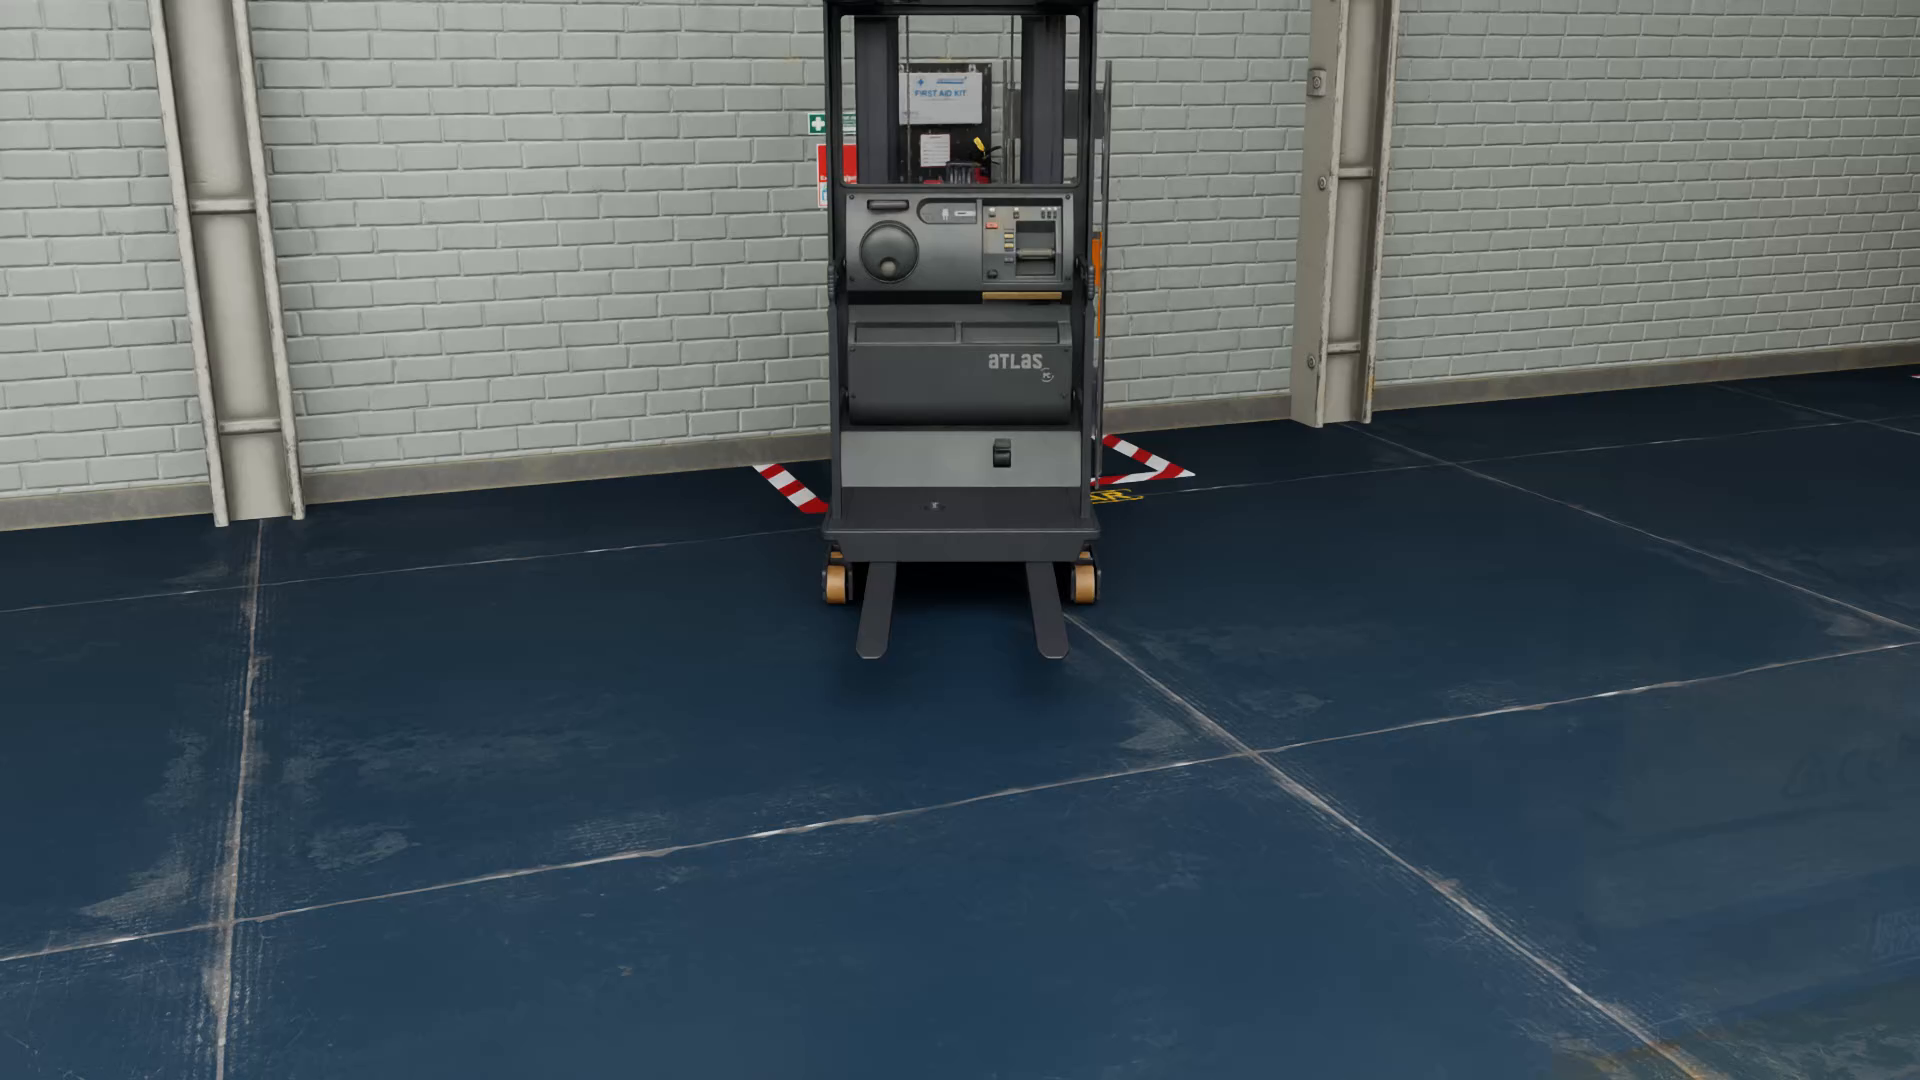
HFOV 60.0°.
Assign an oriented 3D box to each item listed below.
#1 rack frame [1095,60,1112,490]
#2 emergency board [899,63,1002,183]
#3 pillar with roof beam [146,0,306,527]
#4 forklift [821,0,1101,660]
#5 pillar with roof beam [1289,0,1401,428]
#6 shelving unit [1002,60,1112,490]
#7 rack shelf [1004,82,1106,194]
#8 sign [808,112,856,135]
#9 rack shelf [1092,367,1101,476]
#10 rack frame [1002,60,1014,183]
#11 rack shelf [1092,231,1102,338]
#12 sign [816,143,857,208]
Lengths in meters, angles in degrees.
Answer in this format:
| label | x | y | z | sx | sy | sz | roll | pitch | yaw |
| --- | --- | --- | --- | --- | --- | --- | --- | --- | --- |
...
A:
| label | x | y | z | sx | sy | sz | roll | pitch | yaw |
| --- | --- | --- | --- | --- | --- | --- | --- | --- | --- |
| rack frame | 0.721 | -1.318 | 8.353 | 0.015 | 2.100 | 0.400 | 2 | 16 | 7 |
| emergency board | -0.085 | -1.927 | 8.836 | 0.643 | 1.169 | 0.194 | -6 | 17 | -20 |
| pillar with roof beam | -1.826 | -3.307 | 2.888 | 0.400 | 9.000 | 9.100 | -6 | 17 | -20 |
| forklift | 0.002 | -1.230 | 6.587 | 1.130 | 2.935 | 3.031 | 0 | 16 | 0 |
| pillar with roof beam | 3.777 | -3.912 | 4.948 | 0.400 | 9.000 | 9.100 | -6 | 17 | -20 |
| shelving unit | 0.479 | -1.327 | 8.383 | 0.503 | 2.100 | 0.431 | 2 | 16 | 7 |
| rack shelf | 0.480 | -1.986 | 8.194 | 0.480 | 0.518 | 0.431 | 2 | 16 | 7 |
| sign | -0.631 | -2.168 | 8.652 | 0.331 | 0.109 | 0.001 | -6 | 17 | -20 |
| rack shelf | 0.478 | -0.641 | 8.580 | 0.480 | 0.518 | 0.431 | 2 | 16 | 7 |
| rack frame | 0.237 | -1.336 | 8.413 | 0.015 | 2.100 | 0.400 | 2 | 16 | 7 |
| rack shelf | 0.479 | -1.313 | 8.387 | 0.480 | 0.518 | 0.431 | 2 | 16 | 7 |
| sign | -0.638 | -1.915 | 8.733 | 0.234 | 0.329 | 0.001 | -6 | 17 | -20 |
